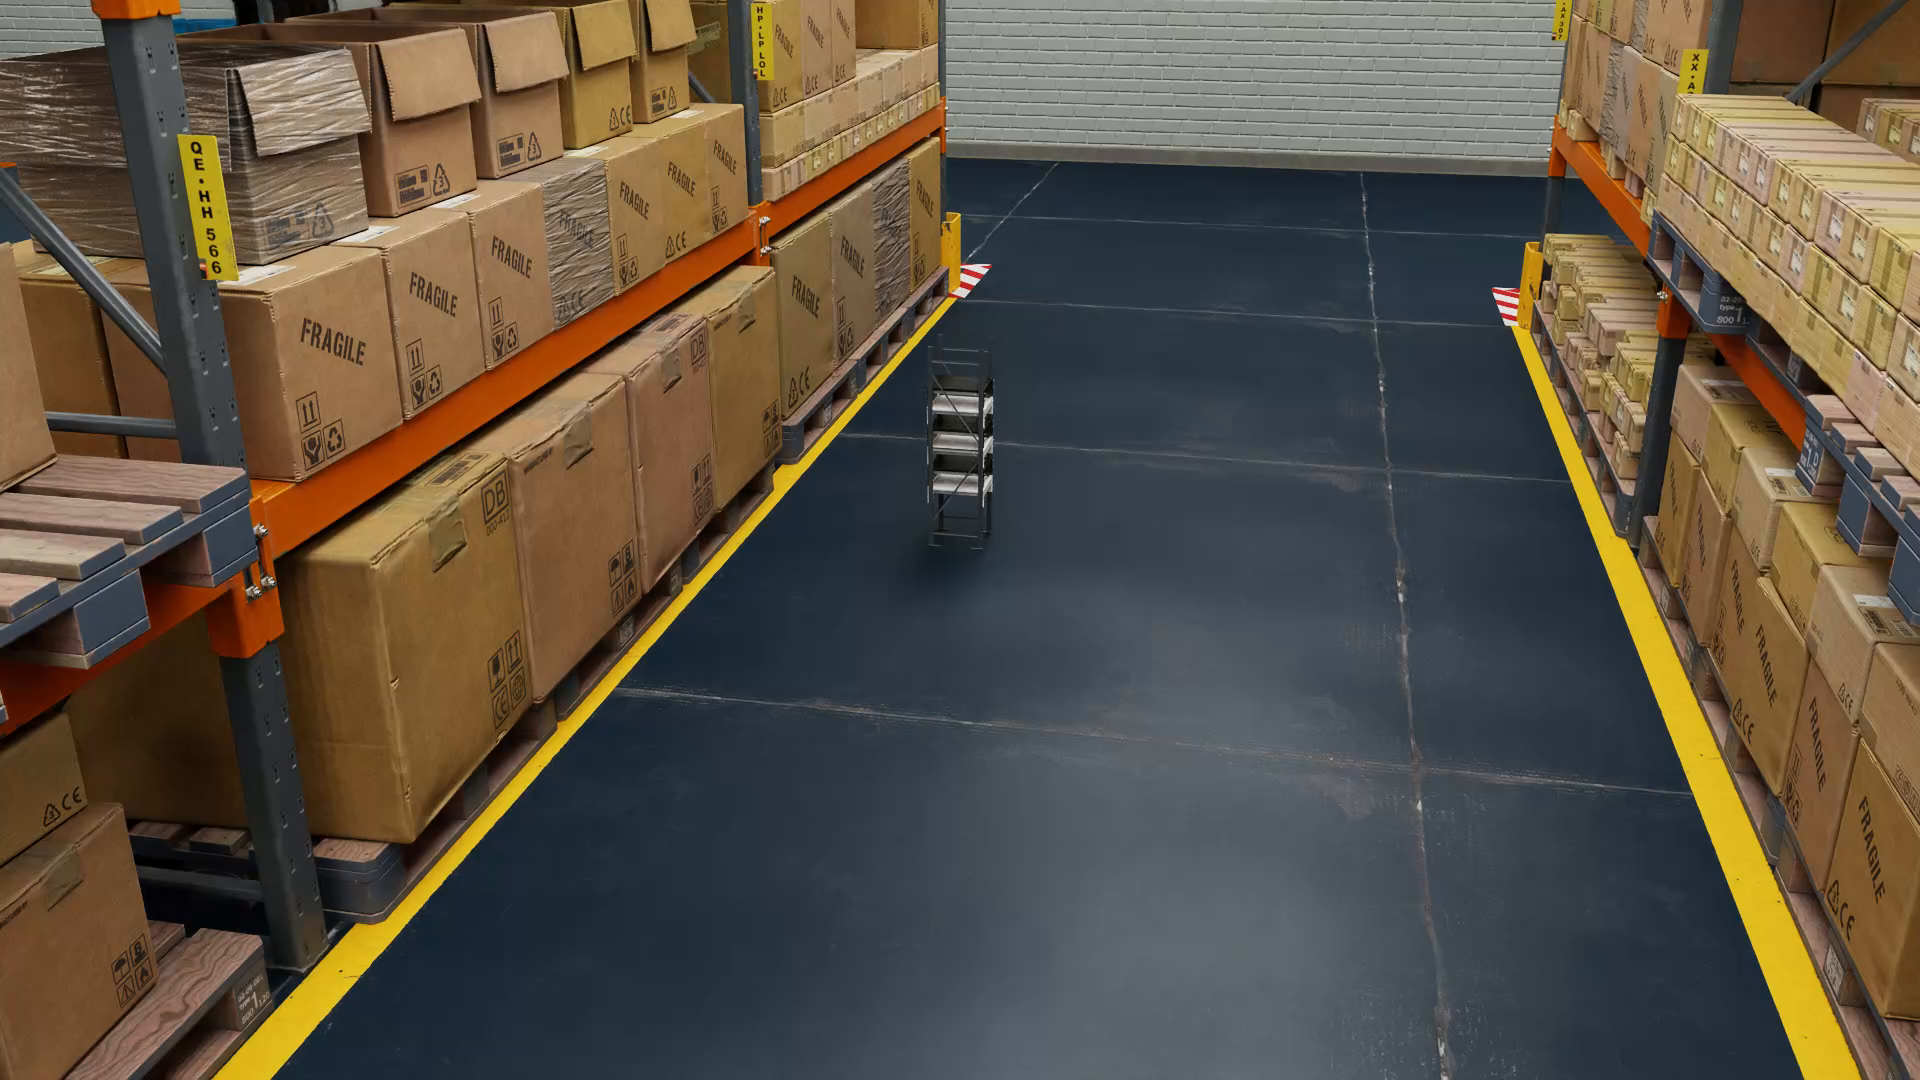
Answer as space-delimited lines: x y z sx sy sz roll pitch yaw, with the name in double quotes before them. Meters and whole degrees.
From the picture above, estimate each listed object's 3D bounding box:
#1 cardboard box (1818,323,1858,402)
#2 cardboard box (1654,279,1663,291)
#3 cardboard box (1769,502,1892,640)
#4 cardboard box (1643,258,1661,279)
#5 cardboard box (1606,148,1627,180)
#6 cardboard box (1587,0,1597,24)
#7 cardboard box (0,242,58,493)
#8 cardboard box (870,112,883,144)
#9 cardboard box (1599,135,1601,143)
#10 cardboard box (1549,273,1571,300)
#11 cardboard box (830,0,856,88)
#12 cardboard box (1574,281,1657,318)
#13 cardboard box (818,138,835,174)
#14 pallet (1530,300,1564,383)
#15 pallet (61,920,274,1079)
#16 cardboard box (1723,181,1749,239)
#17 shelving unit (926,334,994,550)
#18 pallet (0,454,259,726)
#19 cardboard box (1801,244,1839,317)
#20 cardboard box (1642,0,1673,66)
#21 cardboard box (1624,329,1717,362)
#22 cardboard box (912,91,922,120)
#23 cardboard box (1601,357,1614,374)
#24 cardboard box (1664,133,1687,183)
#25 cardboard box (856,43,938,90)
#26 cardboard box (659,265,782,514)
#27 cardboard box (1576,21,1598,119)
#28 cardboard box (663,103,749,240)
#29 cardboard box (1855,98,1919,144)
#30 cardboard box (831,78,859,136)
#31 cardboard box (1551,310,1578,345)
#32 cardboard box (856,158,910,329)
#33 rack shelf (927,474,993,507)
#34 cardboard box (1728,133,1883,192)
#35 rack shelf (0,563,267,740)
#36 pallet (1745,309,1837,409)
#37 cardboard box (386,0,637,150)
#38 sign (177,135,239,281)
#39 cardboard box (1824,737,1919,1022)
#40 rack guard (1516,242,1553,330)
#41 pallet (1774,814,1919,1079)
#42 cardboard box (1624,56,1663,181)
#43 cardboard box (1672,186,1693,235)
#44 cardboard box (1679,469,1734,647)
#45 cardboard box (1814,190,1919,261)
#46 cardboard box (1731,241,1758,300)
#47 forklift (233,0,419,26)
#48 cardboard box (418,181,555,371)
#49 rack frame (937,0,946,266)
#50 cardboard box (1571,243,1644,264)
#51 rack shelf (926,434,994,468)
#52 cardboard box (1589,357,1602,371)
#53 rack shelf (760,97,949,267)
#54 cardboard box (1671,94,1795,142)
"cardboard box" 2.416 -0.438 4.199 0.380 0.149 0.250 4 22 10
"cardboard box" 4.304 -1.498 9.914 0.380 0.149 0.250 4 22 10
"cardboard box" 2.701 0.108 4.850 0.500 0.250 0.500 5 22 12
"cardboard box" 4.271 -1.642 9.873 0.380 0.149 0.250 5 22 12
"cardboard box" 3.500 -1.914 8.428 0.380 0.149 0.250 5 22 12
"cardboard box" 3.790 -3.113 9.198 0.500 0.500 0.500 5 22 12
"cardboard box" -2.300 -0.324 3.447 0.500 0.500 0.500 2 22 4
"cardboard box" -0.659 -2.378 9.580 0.380 0.149 0.250 5 22 12
"cardboard box" 3.814 -2.288 9.357 0.380 0.149 0.250 6 23 13
"cardboard box" 3.769 -1.537 10.010 0.380 0.149 0.250 4 22 11
"cardboard box" -0.855 -2.688 8.812 0.500 0.500 0.500 4 22 9
"cardboard box" 3.550 -1.294 9.009 0.380 0.149 0.250 5 22 12
"cardboard box" -0.868 -2.001 8.644 0.380 0.149 0.250 4 22 9
"pallet" 4.023 -1.178 9.997 1.003 0.211 1.213 4 22 11
"pallet" -2.390 1.296 3.854 1.003 0.211 1.213 4 22 11
"cardboard box" 2.683 -1.055 5.334 0.380 0.149 0.250 5 23 13
"shelving unit" 0.002 -0.420 7.193 0.258 0.900 0.210 4 22 11
"pallet" -2.270 0.074 3.411 1.213 0.211 1.003 4 22 11
"cardboard box" 2.470 -0.677 4.394 0.380 0.149 0.250 4 22 11
"cardboard box" 3.354 -2.361 7.331 0.500 0.500 0.500 4 22 9
"cardboard box" 3.427 -0.907 8.047 0.380 0.149 0.250 5 23 13
"cardboard box" -0.451 -2.750 10.503 0.380 0.149 0.250 5 22 11
"cardboard box" 3.436 -0.859 8.328 0.380 0.149 0.250 5 22 12
"cardboard box" 2.892 -1.439 6.286 0.380 0.149 0.250 5 22 12
"cardboard box" -0.436 -3.080 10.789 0.500 0.250 0.500 4 22 10
"cardboard box" -1.524 -0.720 7.408 1.225 0.875 0.875 5 22 11
"cardboard box" 3.792 -2.638 9.356 0.500 0.500 0.500 5 22 11
"cardboard box" -1.241 -1.601 7.179 0.500 0.500 0.500 5 22 11
"cardboard box" 3.532 -1.524 6.100 0.380 0.149 0.250 5 23 13
"cardboard box" -0.854 -2.338 8.946 0.500 0.250 0.500 5 22 12
"cardboard box" 3.642 -1.221 9.624 0.380 0.149 0.250 5 22 12
"cardboard box" -0.834 -1.845 10.203 0.875 0.875 0.875 4 22 11
"rack shelf" 0.002 -0.223 7.273 0.258 0.077 0.200 4 22 11
"cardboard box" 2.681 -1.196 5.285 0.380 0.149 0.250 4 22 10
"rack shelf" -2.637 0.782 2.360 1.077 0.370 4.000 4 22 11
"pallet" 2.970 -0.506 4.853 1.003 0.211 1.213 4 22 11
"cardboard box" -1.686 -1.774 6.266 0.797 0.503 0.637 5 22 12
"sign" -1.696 -0.746 3.747 0.100 0.325 0.005 4 22 11
"cardboard box" 2.484 0.836 4.047 0.500 0.500 0.500 4 22 11
"rack guard" 4.223 -1.607 10.674 1.175 0.500 0.348 4 22 11
"pallet" 2.767 1.139 4.242 1.003 0.211 1.213 4 22 11
"cardboard box" 3.352 -1.904 7.534 0.500 0.500 0.500 4 22 9
"cardboard box" 2.841 -1.199 6.089 0.380 0.149 0.250 5 22 12
"cardboard box" 2.906 0.077 5.931 0.500 0.500 0.500 5 23 13
"cardboard box" 2.470 -0.810 4.327 0.380 0.149 0.250 4 22 11
"cardboard box" 2.630 -0.823 5.155 0.380 0.149 0.250 4 22 10
"forklift" -3.370 -2.099 8.641 1.130 2.935 3.031 7 23 17
"cardboard box" -1.659 -0.863 5.348 0.500 0.500 0.500 4 22 10
"rack frame" -0.596 -3.209 11.307 1.000 3.000 0.127 4 22 11
"cardboard box" 3.861 -1.667 9.935 0.380 0.149 0.250 5 22 12
"rack shelf" 0.002 -0.389 7.205 0.258 0.077 0.200 4 22 11
"cardboard box" 3.499 -0.842 8.683 0.380 0.149 0.250 5 22 12
"rack shelf" -1.005 -2.144 9.625 1.077 0.370 4.000 4 22 11
"cardboard box" 2.892 -1.576 6.231 0.380 0.149 0.250 6 23 14
